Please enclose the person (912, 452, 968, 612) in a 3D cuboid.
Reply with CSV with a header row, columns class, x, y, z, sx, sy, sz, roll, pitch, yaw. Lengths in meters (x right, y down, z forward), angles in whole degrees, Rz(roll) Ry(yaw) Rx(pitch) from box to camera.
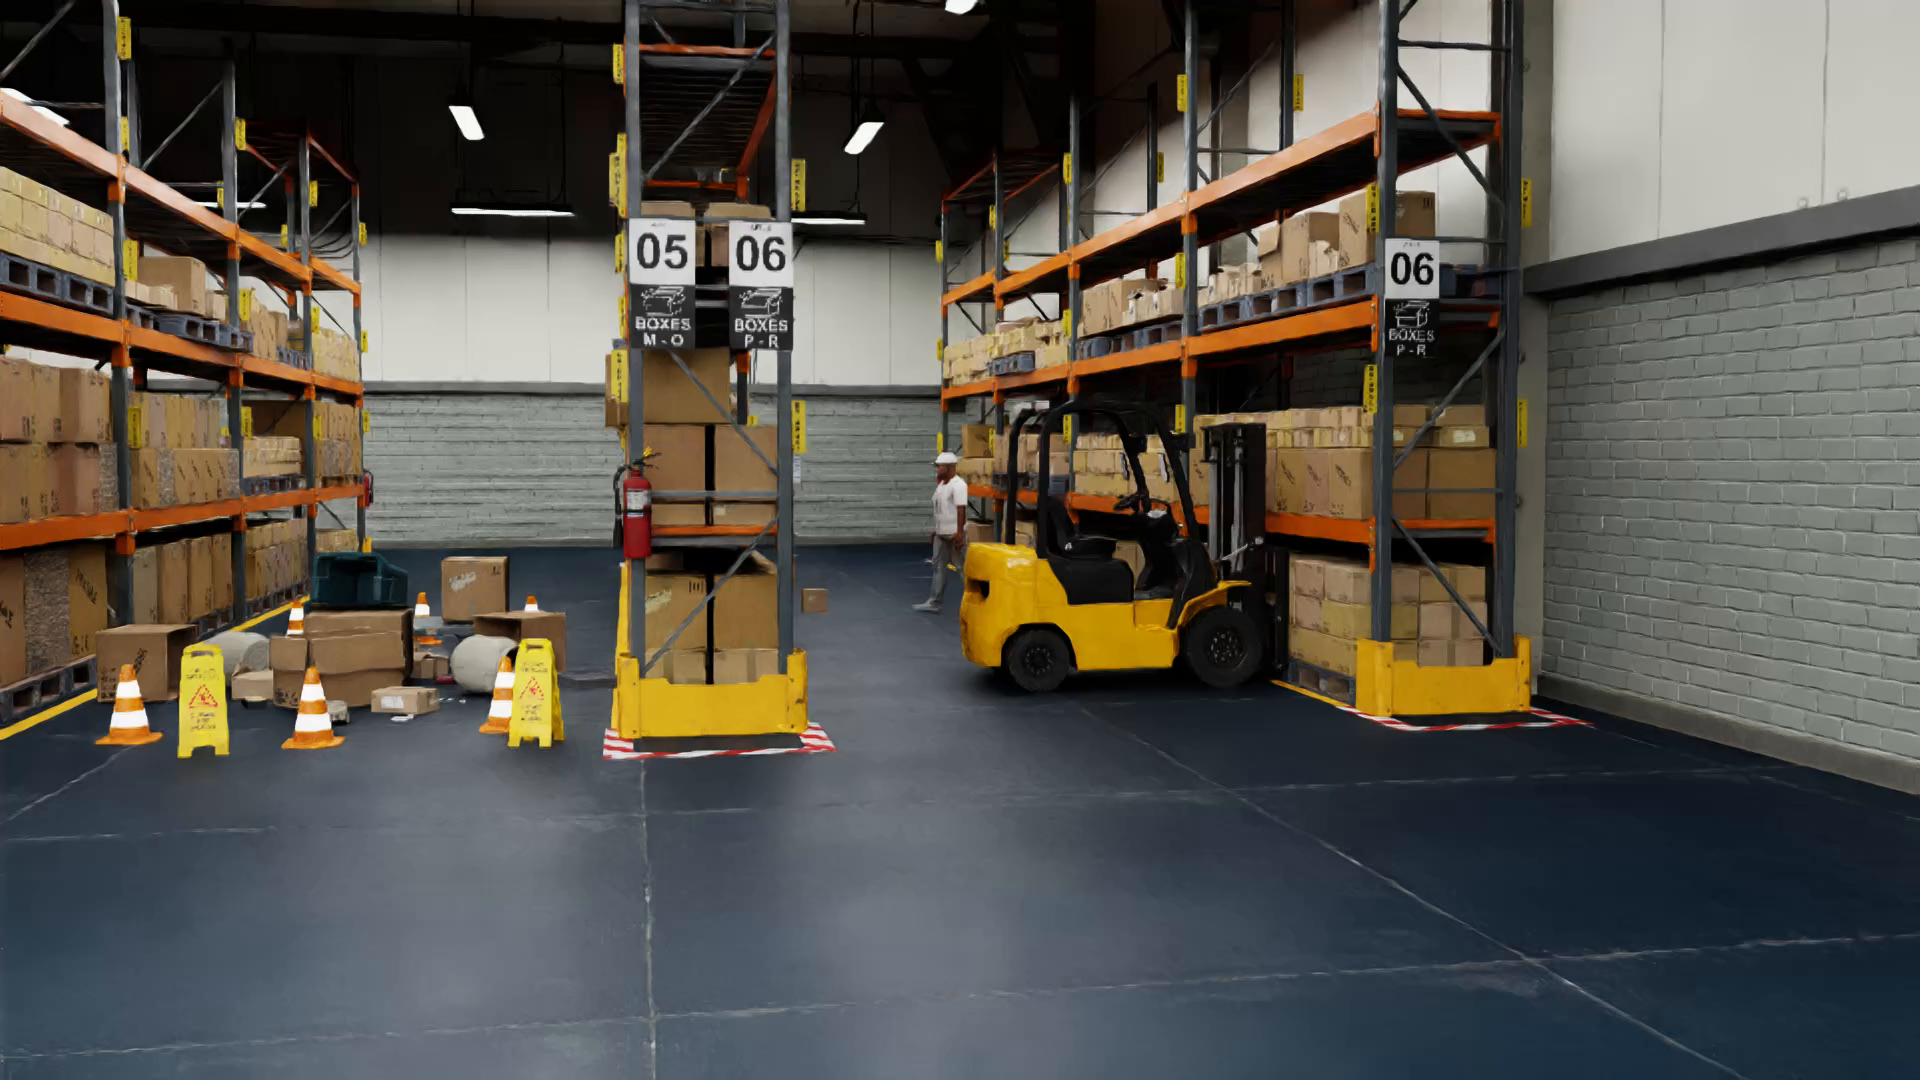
class,x,y,z,sx,sy,sz,roll,pitch,yaw
person,-0.173,-0.082,18.296,0.632,1.766,0.709,-2,3,-28
